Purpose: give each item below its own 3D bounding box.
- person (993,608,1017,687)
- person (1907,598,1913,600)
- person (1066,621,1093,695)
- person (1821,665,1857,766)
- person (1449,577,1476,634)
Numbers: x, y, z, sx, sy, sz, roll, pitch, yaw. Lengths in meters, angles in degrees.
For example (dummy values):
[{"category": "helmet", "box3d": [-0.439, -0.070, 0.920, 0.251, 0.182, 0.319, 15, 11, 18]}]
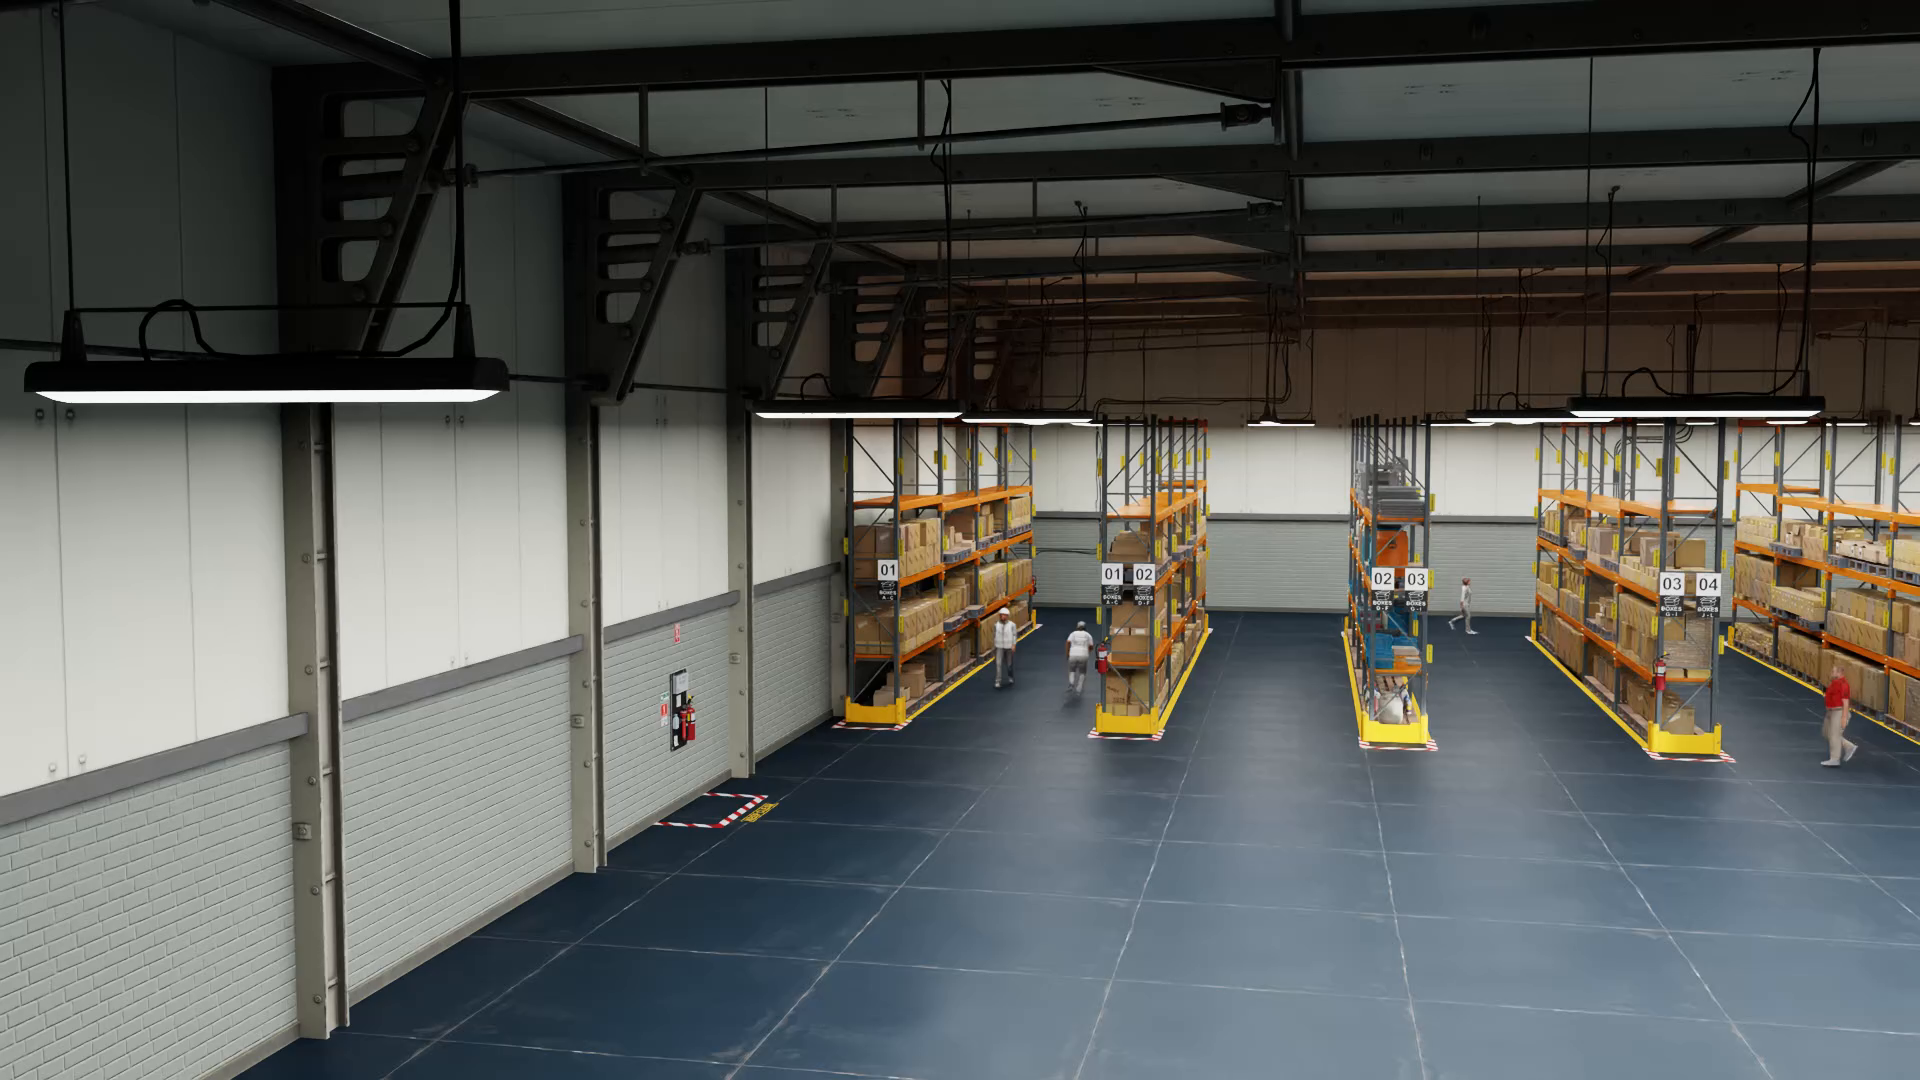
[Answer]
[{"category": "person", "box3d": [0.993, 2.382, 36.962, 0.565, 1.735, 0.963, 1, 4, 11]}, {"category": "person", "box3d": [22.262, 2.255, 38.931, 0.542, 1.782, 0.523, -1, 4, -8]}, {"category": "person", "box3d": [2.591, 2.548, 36.078, 0.576, 1.562, 0.708, 1, 4, 14]}, {"category": "person", "box3d": [14.959, 2.971, 28.235, 0.673, 1.707, 0.531, 0, 4, 0]}, {"category": "person", "box3d": [14.101, 1.829, 46.634, 0.781, 1.586, 0.424, 2, 4, 26]}]
